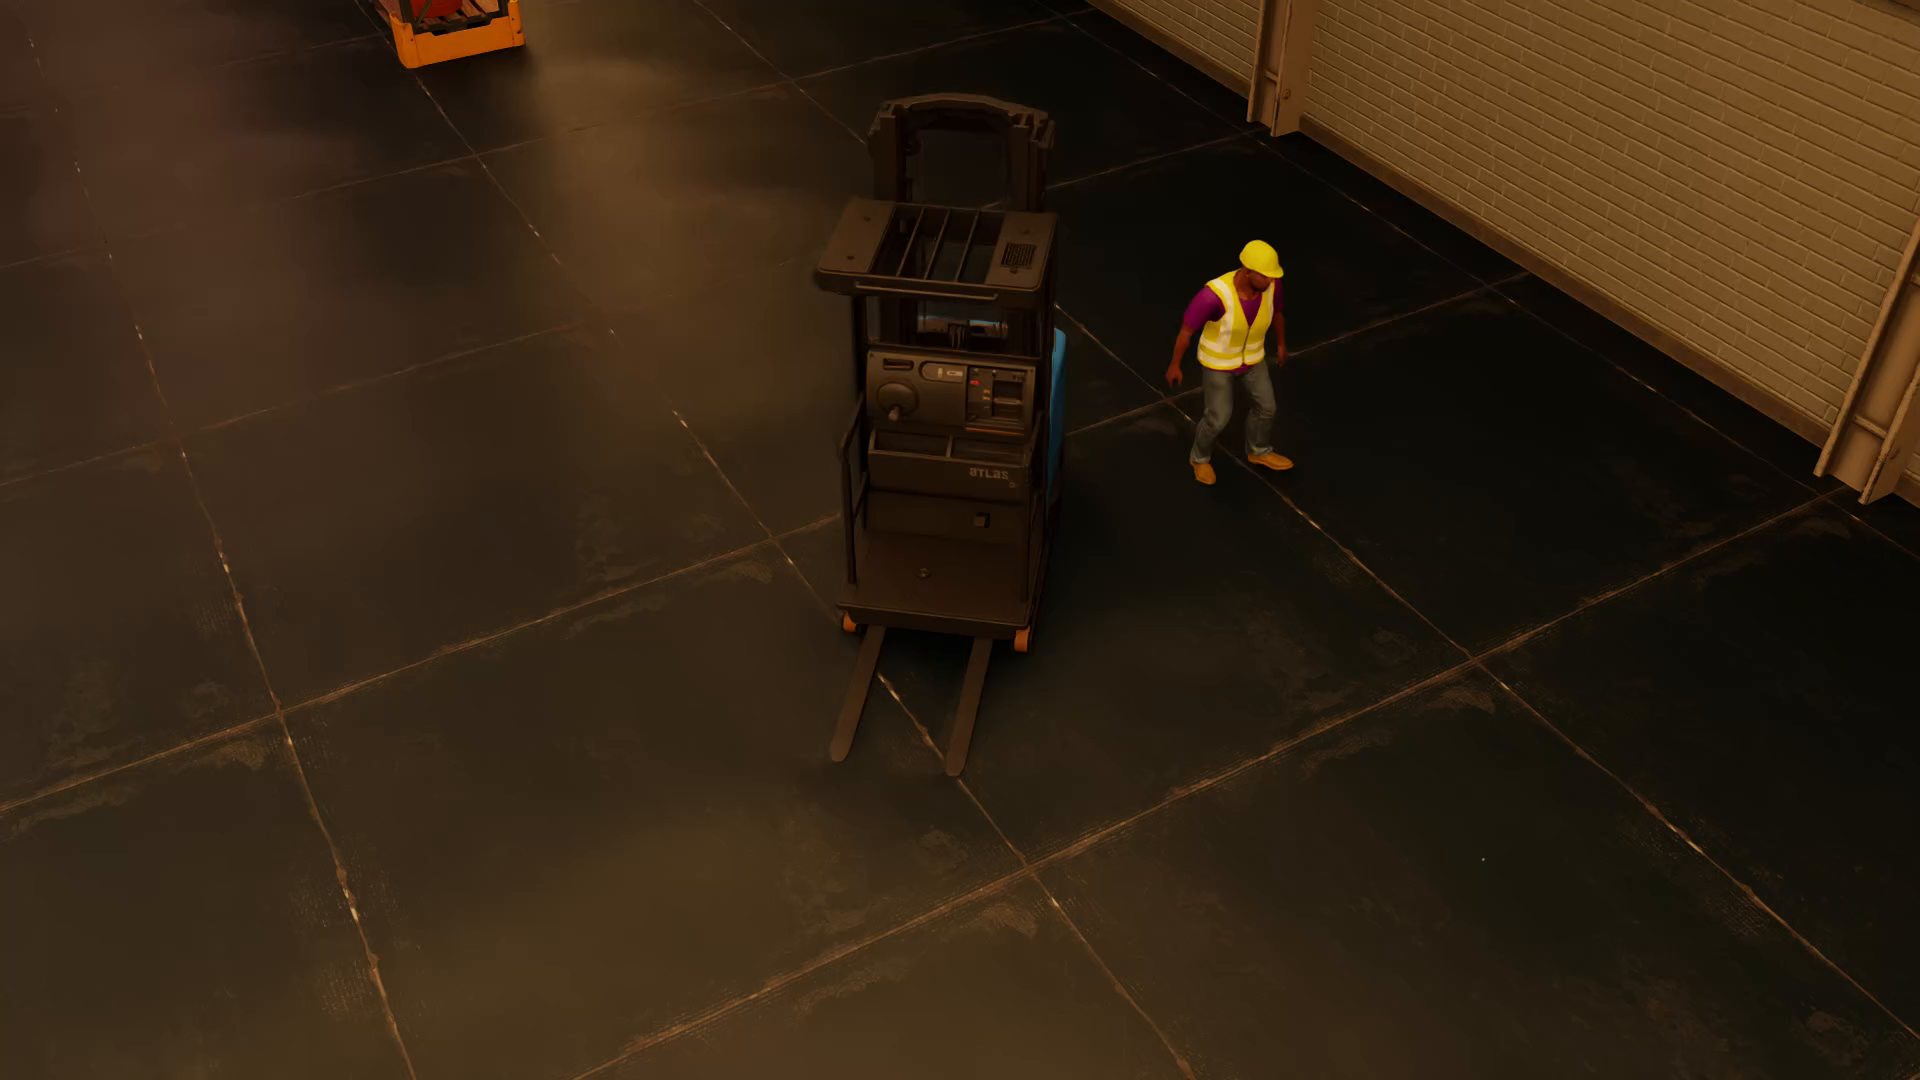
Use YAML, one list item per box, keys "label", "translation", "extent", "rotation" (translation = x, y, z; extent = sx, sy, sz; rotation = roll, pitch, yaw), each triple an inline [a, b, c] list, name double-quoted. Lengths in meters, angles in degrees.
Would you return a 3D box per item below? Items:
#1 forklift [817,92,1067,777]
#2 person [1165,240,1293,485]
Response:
- label: "forklift"
  translation: [-0.085, -0.733, 8.920]
  extent: [1.130, 2.935, 3.031]
  rotation: [6, 40, 7]
- label: "person"
  translation: [1.728, -1.104, 10.308]
  extent: [0.871, 1.731, 0.449]
  rotation: [-15, 42, -18]
